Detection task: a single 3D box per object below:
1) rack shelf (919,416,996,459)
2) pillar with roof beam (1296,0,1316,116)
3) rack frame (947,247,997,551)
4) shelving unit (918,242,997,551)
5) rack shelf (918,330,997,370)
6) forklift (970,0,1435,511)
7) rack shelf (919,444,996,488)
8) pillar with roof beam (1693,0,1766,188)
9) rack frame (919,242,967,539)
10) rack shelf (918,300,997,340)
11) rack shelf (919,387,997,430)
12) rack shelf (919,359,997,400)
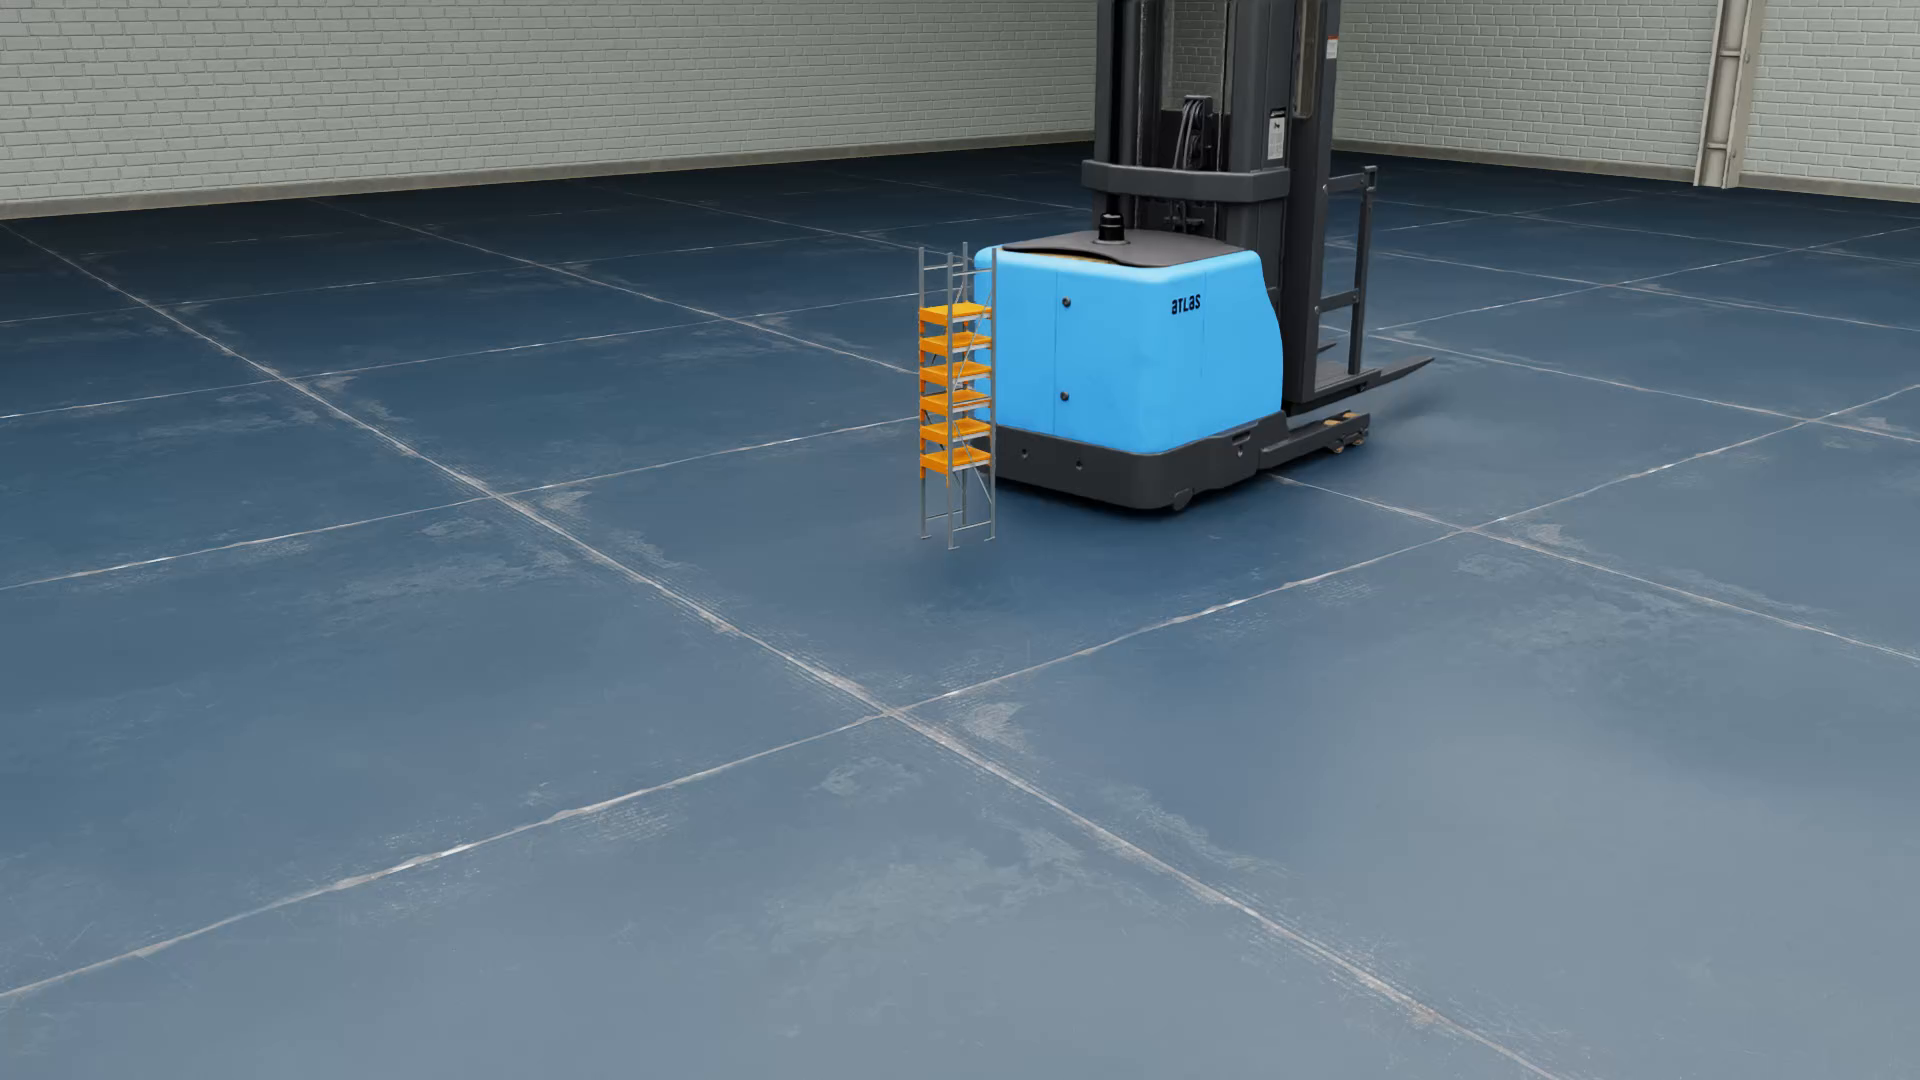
[{"bbox_3d":[-0.009,-0.417,6.736,0.258,0.103,0.180,-14,23,-36],"label":"rack shelf"},{"bbox_3d":[1.640,-9.003,19.737,9.100,9.000,0.400,-14,23,-36],"label":"pillar with roof beam"},{"bbox_3d":[0.048,-0.551,6.617,0.240,1.200,0.006,-14,23,-36],"label":"rack frame"},{"bbox_3d":[-0.009,-0.573,6.685,0.258,1.200,0.189,-14,23,-36],"label":"shelving unit"},{"bbox_3d":[-0.009,-0.759,6.623,0.258,0.103,0.180,-14,23,-36],"label":"rack shelf"},{"bbox_3d":[1.392,-1.905,7.954,1.130,2.935,3.031,15,24,38],"label":"forklift"},{"bbox_3d":[-0.009,-0.303,6.774,0.258,0.103,0.180,-14,23,-36],"label":"rack shelf"},{"bbox_3d":[5.365,-7.525,15.272,9.100,9.000,0.400,-14,23,-36],"label":"pillar with roof beam"},{"bbox_3d":[-0.066,-0.596,6.753,0.240,1.200,0.006,-14,23,-36],"label":"rack frame"},{"bbox_3d":[-0.009,-0.873,6.585,0.258,0.103,0.180,-14,23,-36],"label":"rack shelf"},{"bbox_3d":[-0.009,-0.531,6.699,0.258,0.103,0.180,-14,23,-36],"label":"rack shelf"},{"bbox_3d":[-0.009,-0.645,6.661,0.258,0.103,0.180,-14,23,-36],"label":"rack shelf"}]
